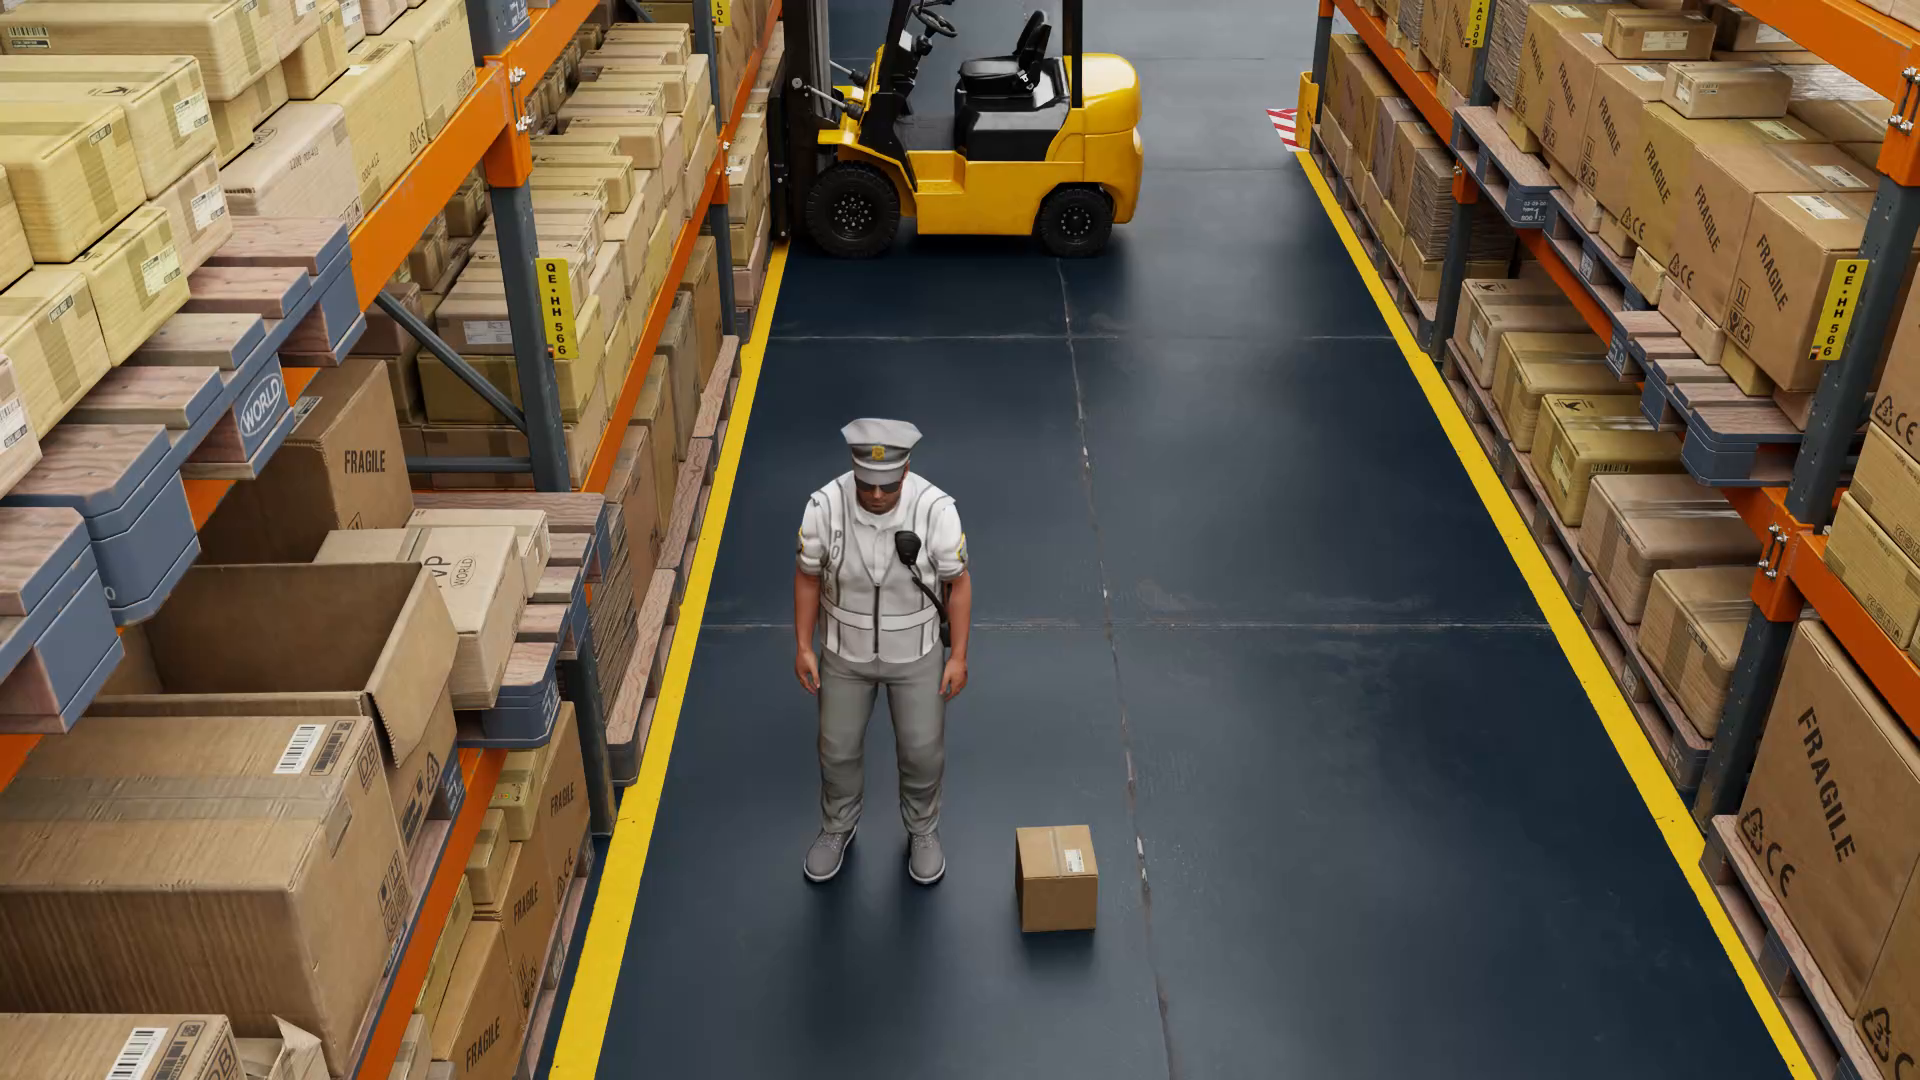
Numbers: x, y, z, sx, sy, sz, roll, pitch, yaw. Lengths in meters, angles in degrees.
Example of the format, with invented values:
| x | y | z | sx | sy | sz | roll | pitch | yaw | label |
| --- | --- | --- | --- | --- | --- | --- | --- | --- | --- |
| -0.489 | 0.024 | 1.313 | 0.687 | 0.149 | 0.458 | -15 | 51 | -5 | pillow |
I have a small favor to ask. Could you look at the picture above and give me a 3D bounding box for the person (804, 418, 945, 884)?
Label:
| x | y | z | sx | sy | sz | roll | pitch | yaw | label |
| --- | --- | --- | --- | --- | --- | --- | --- | --- | --- |
| -0.297 | 0.380 | 5.501 | 0.500 | 1.749 | 0.340 | 2 | 31 | 3 | person |
